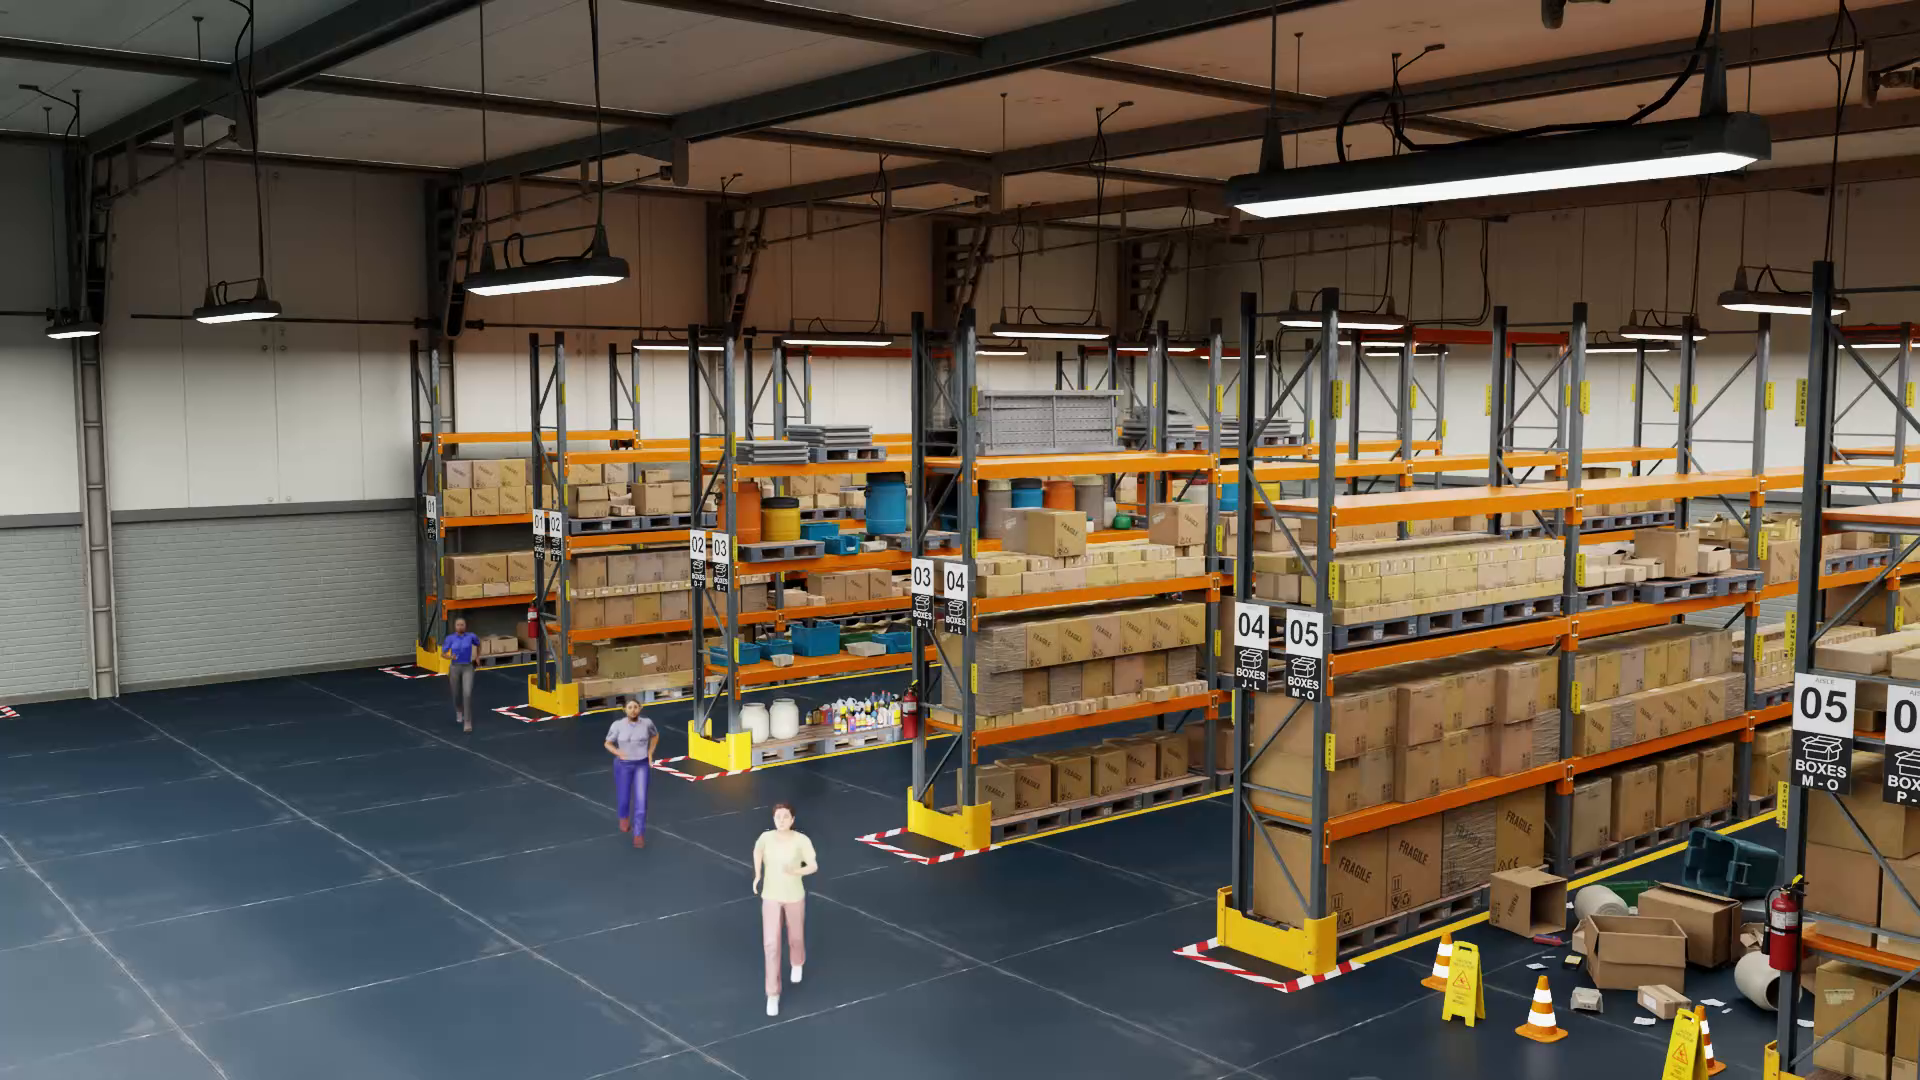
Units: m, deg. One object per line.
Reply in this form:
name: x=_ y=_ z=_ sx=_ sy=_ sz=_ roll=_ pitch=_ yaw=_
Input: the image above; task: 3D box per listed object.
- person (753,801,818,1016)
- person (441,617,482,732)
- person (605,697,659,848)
person: x=-1.473 y=3.016 z=13.958 sx=0.569 sy=1.666 sz=0.957 roll=0 pitch=5 yaw=1
person: x=-7.520 y=2.043 z=25.098 sx=0.585 sy=1.570 sz=0.914 roll=-1 pitch=5 yaw=-14
person: x=-3.705 y=2.594 z=18.839 sx=0.615 sy=1.623 sz=0.859 roll=-1 pitch=5 yaw=-15
